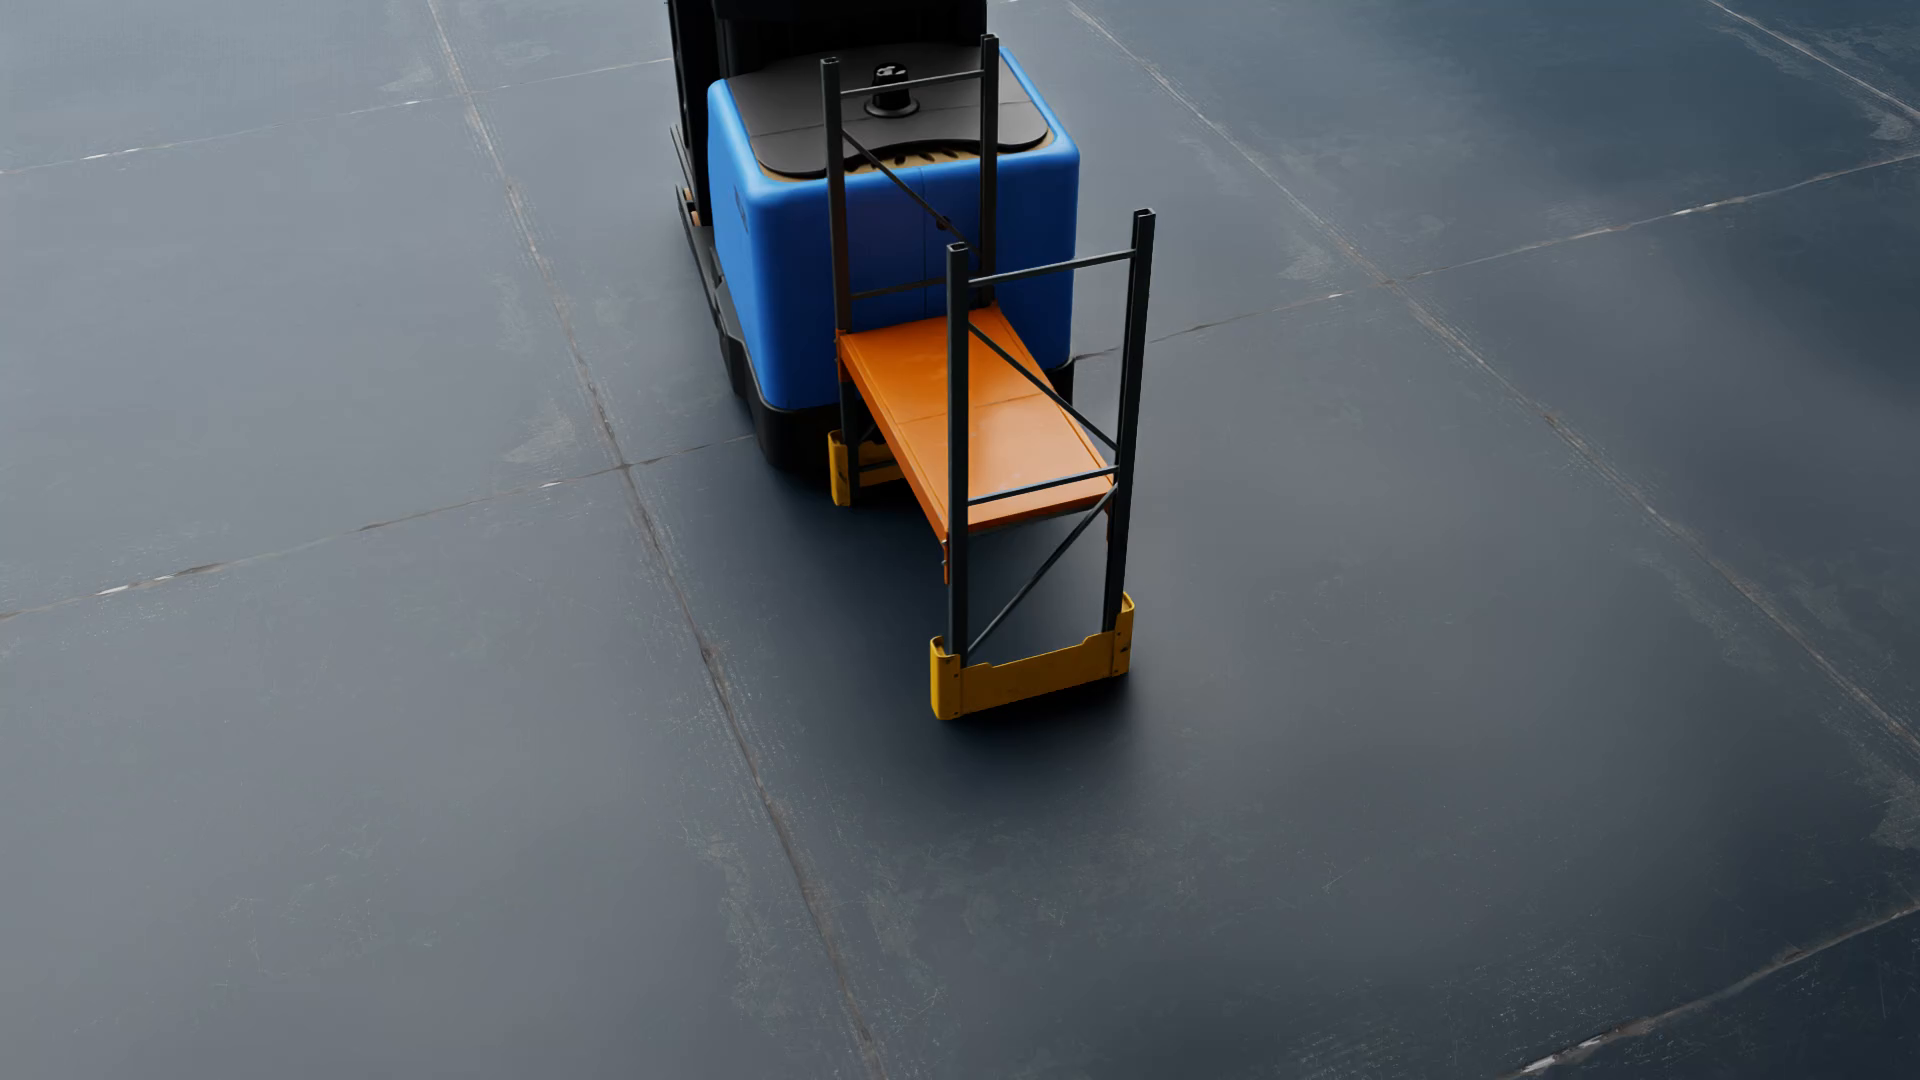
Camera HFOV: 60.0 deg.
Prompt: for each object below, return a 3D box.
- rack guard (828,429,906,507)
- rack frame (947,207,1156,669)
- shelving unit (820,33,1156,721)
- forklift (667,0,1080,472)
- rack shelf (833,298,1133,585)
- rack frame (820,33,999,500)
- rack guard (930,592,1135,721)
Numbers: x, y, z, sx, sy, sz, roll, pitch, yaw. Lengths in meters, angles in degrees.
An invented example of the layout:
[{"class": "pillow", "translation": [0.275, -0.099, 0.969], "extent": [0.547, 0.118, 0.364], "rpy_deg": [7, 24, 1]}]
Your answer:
[{"class": "rack guard", "translation": [-0.133, -0.286, 5.390], "extent": [0.587, 0.250, 0.087], "rpy_deg": [-13, 42, -15]}, {"class": "rack frame", "translation": [0.210, -0.136, 4.258], "extent": [0.500, 1.500, 0.032], "rpy_deg": [-13, 42, -15]}, {"class": "shelving unit", "translation": [0.036, -0.454, 4.627], "extent": [0.587, 1.500, 1.083], "rpy_deg": [-13, 42, -15]}, {"class": "forklift", "translation": [-0.509, -2.303, 5.680], "extent": [1.130, 2.935, 3.031], "rpy_deg": [-10, 42, -12]}, {"class": "rack shelf", "translation": [0.039, -0.312, 4.738], "extent": [0.538, 0.185, 1.000], "rpy_deg": [-13, 42, -15]}, {"class": "rack frame", "translation": [-0.133, -0.760, 4.984], "extent": [0.500, 1.500, 0.032], "rpy_deg": [-13, 42, -15]}, {"class": "rack guard", "translation": [0.204, 0.326, 4.680], "extent": [0.587, 0.250, 0.087], "rpy_deg": [-13, 42, -15]}]
